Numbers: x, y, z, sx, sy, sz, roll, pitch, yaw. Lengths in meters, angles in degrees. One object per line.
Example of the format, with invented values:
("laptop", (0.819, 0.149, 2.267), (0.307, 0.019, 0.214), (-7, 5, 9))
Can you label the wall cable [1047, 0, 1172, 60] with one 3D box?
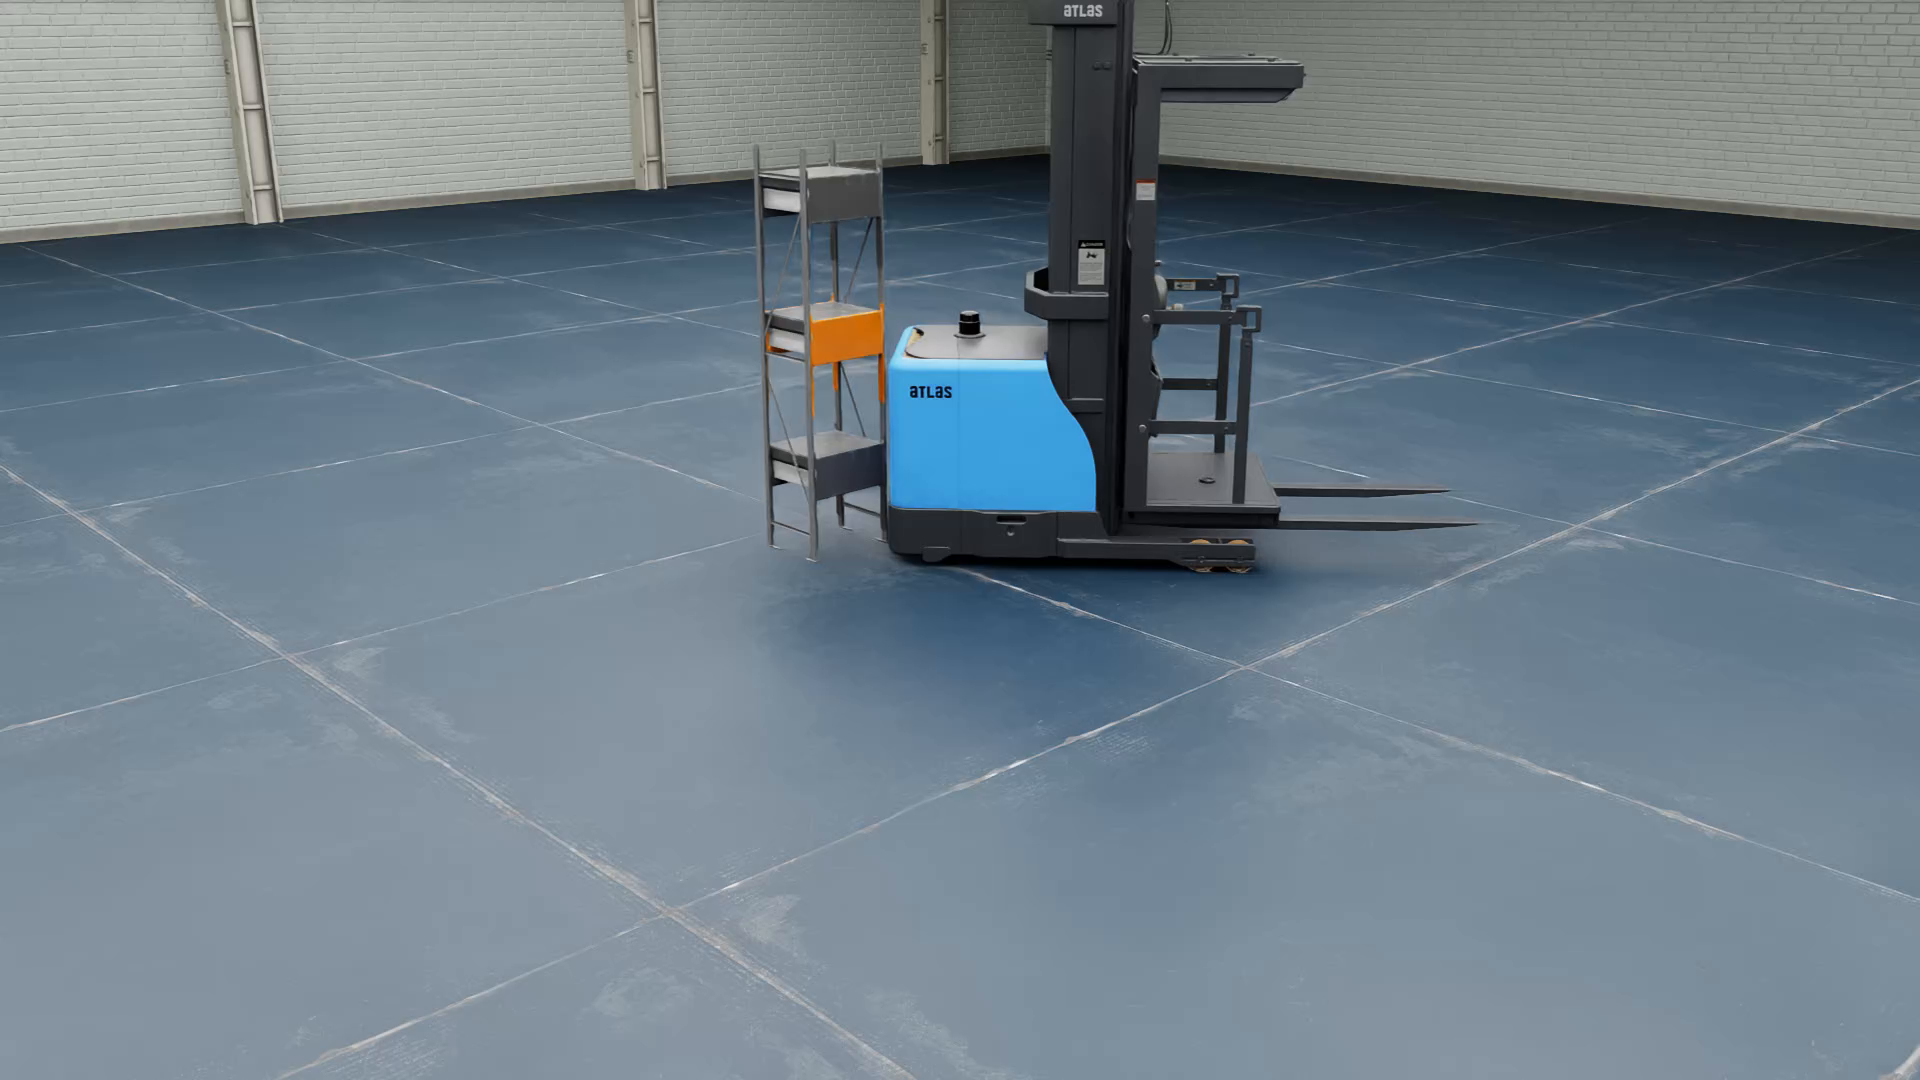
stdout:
("wall cable", (2.611, -9.858, 29.833), (0.112, 2.526, 3.097), (-16, 24, -41))

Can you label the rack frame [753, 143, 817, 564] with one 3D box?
("rack frame", (-0.882, -0.920, 8.419), (0.015, 2.100, 0.400), (-16, 24, -41))

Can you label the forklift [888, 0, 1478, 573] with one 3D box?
("forklift", (1.165, -1.394, 8.533), (3.031, 2.935, 1.130), (1, 18, 3))

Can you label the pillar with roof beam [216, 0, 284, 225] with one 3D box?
("pillar with roof beam", (-6.200, -7.500, 17.525), (0.400, 9.000, 9.100), (-16, 24, -41))

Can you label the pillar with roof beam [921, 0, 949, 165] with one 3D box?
("pillar with roof beam", (2.520, -10.042, 25.367), (0.400, 9.000, 9.100), (-16, 24, -41))

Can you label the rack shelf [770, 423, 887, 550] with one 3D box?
("rack shelf", (-0.706, -0.293, 8.799), (0.480, 0.518, 0.431), (-16, 24, -41))

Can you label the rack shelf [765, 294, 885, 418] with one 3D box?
("rack shelf", (-0.706, -0.959, 8.583), (0.480, 0.518, 0.431), (-16, 24, -41))

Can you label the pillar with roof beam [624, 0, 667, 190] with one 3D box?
("pillar with roof beam", (-1.840, -8.771, 21.446), (0.400, 9.000, 9.100), (-16, 24, -41))

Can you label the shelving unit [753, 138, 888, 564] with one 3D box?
("shelving unit", (-0.706, -0.972, 8.579), (0.503, 2.100, 0.431), (-16, 24, -41))

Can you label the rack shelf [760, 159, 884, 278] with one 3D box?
("rack shelf", (-0.706, -1.625, 8.367), (0.480, 0.518, 0.431), (-16, 24, -41))

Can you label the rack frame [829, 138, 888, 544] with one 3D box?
("rack frame", (-0.530, -1.024, 8.739), (0.015, 2.100, 0.400), (-16, 24, -41))
